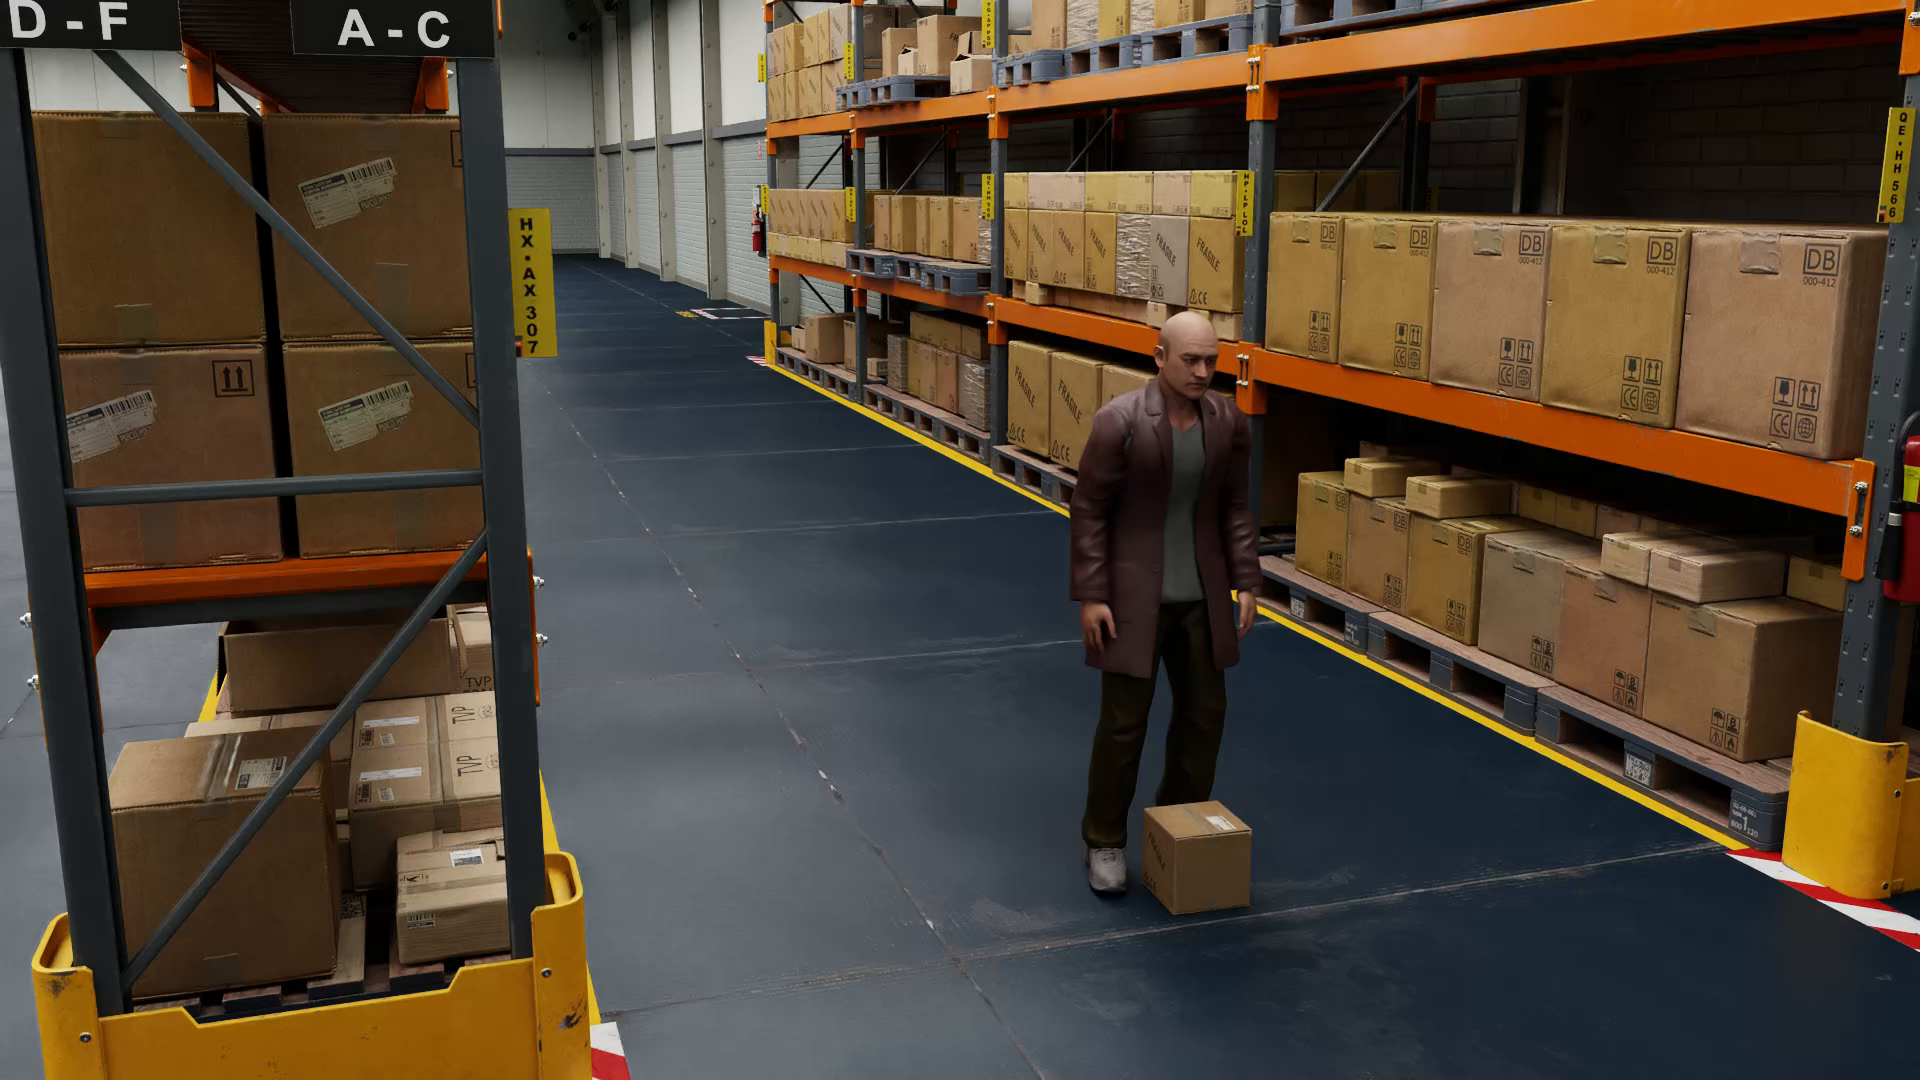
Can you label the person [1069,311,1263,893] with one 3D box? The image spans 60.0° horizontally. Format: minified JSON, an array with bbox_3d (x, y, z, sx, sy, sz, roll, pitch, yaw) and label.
[{"bbox_3d":[0.643,0.179,5.174,0.652,1.774,0.417,-4,13,-19],"label":"person"}]
